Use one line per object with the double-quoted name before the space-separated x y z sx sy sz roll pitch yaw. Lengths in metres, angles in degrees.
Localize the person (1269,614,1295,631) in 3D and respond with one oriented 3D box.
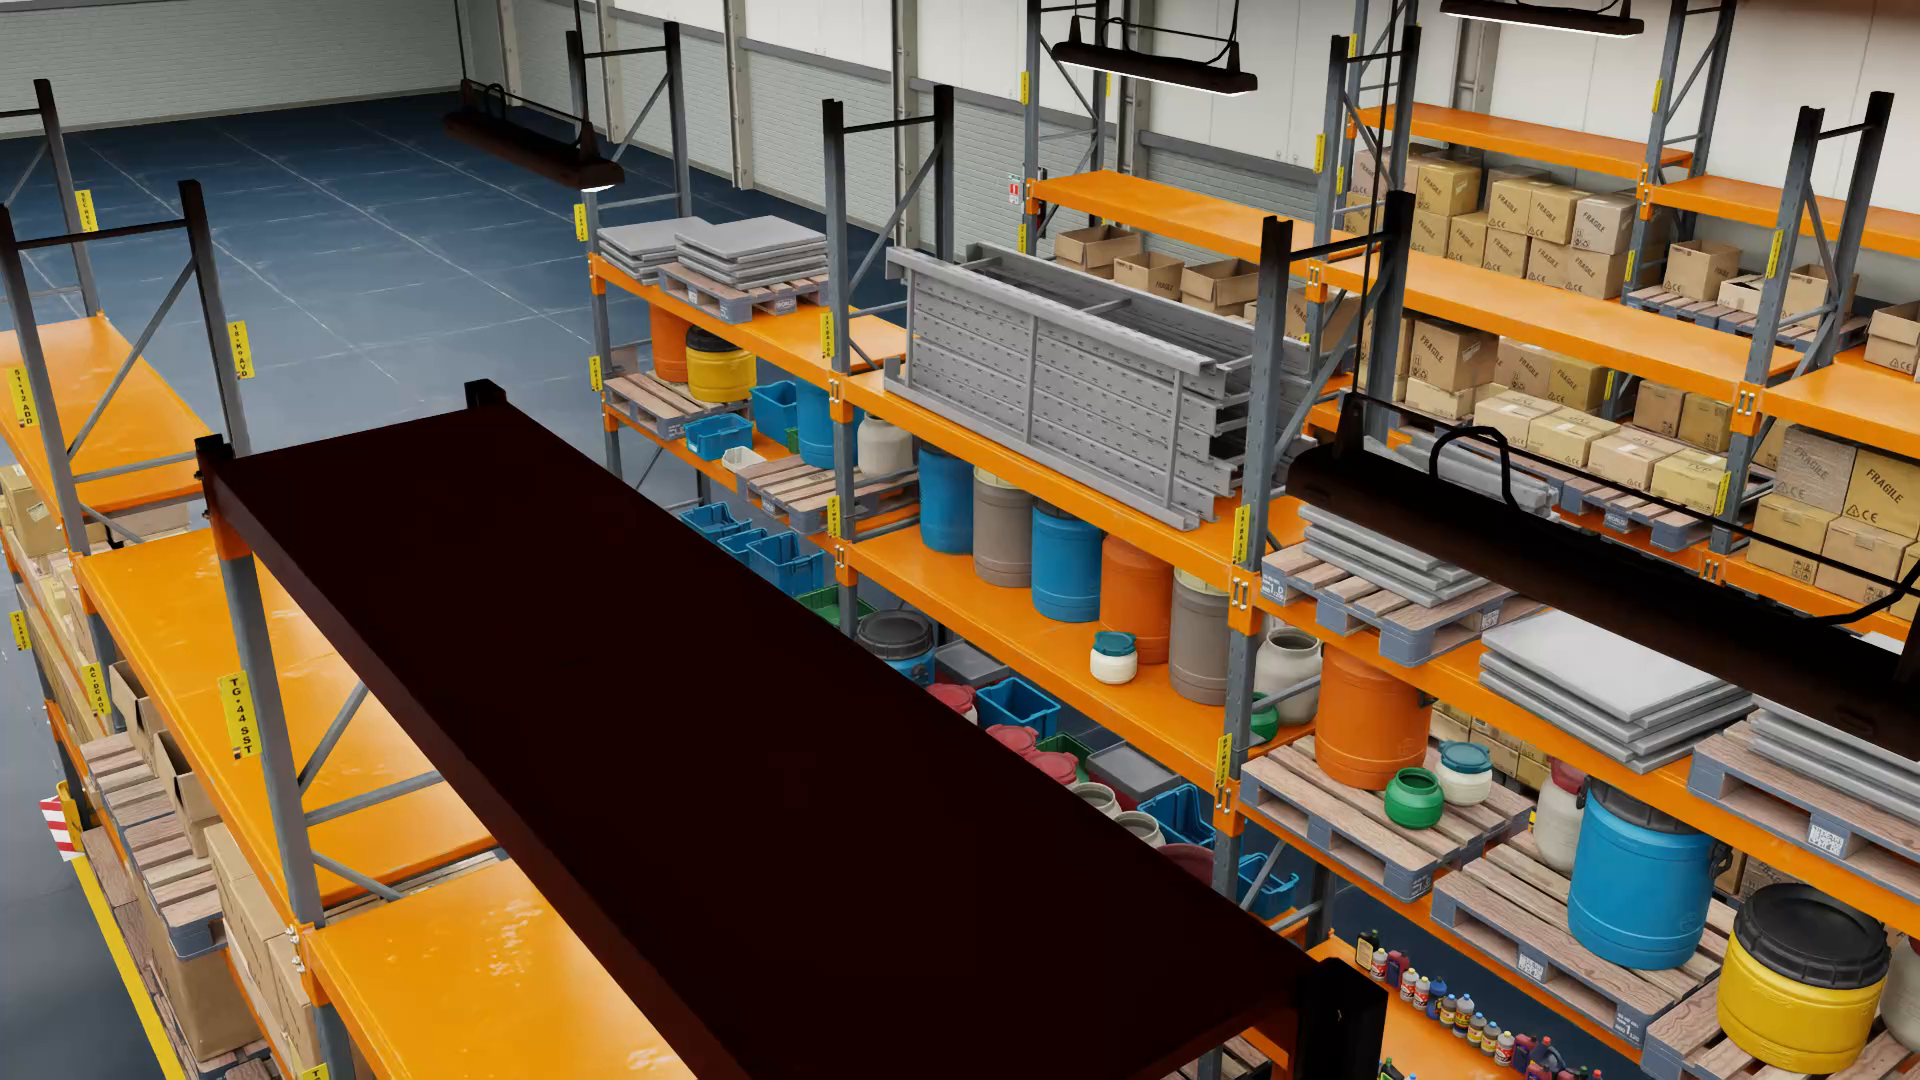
"person" 2.674 0.949 14.800 0.579 1.781 0.503 -12 27 -24
